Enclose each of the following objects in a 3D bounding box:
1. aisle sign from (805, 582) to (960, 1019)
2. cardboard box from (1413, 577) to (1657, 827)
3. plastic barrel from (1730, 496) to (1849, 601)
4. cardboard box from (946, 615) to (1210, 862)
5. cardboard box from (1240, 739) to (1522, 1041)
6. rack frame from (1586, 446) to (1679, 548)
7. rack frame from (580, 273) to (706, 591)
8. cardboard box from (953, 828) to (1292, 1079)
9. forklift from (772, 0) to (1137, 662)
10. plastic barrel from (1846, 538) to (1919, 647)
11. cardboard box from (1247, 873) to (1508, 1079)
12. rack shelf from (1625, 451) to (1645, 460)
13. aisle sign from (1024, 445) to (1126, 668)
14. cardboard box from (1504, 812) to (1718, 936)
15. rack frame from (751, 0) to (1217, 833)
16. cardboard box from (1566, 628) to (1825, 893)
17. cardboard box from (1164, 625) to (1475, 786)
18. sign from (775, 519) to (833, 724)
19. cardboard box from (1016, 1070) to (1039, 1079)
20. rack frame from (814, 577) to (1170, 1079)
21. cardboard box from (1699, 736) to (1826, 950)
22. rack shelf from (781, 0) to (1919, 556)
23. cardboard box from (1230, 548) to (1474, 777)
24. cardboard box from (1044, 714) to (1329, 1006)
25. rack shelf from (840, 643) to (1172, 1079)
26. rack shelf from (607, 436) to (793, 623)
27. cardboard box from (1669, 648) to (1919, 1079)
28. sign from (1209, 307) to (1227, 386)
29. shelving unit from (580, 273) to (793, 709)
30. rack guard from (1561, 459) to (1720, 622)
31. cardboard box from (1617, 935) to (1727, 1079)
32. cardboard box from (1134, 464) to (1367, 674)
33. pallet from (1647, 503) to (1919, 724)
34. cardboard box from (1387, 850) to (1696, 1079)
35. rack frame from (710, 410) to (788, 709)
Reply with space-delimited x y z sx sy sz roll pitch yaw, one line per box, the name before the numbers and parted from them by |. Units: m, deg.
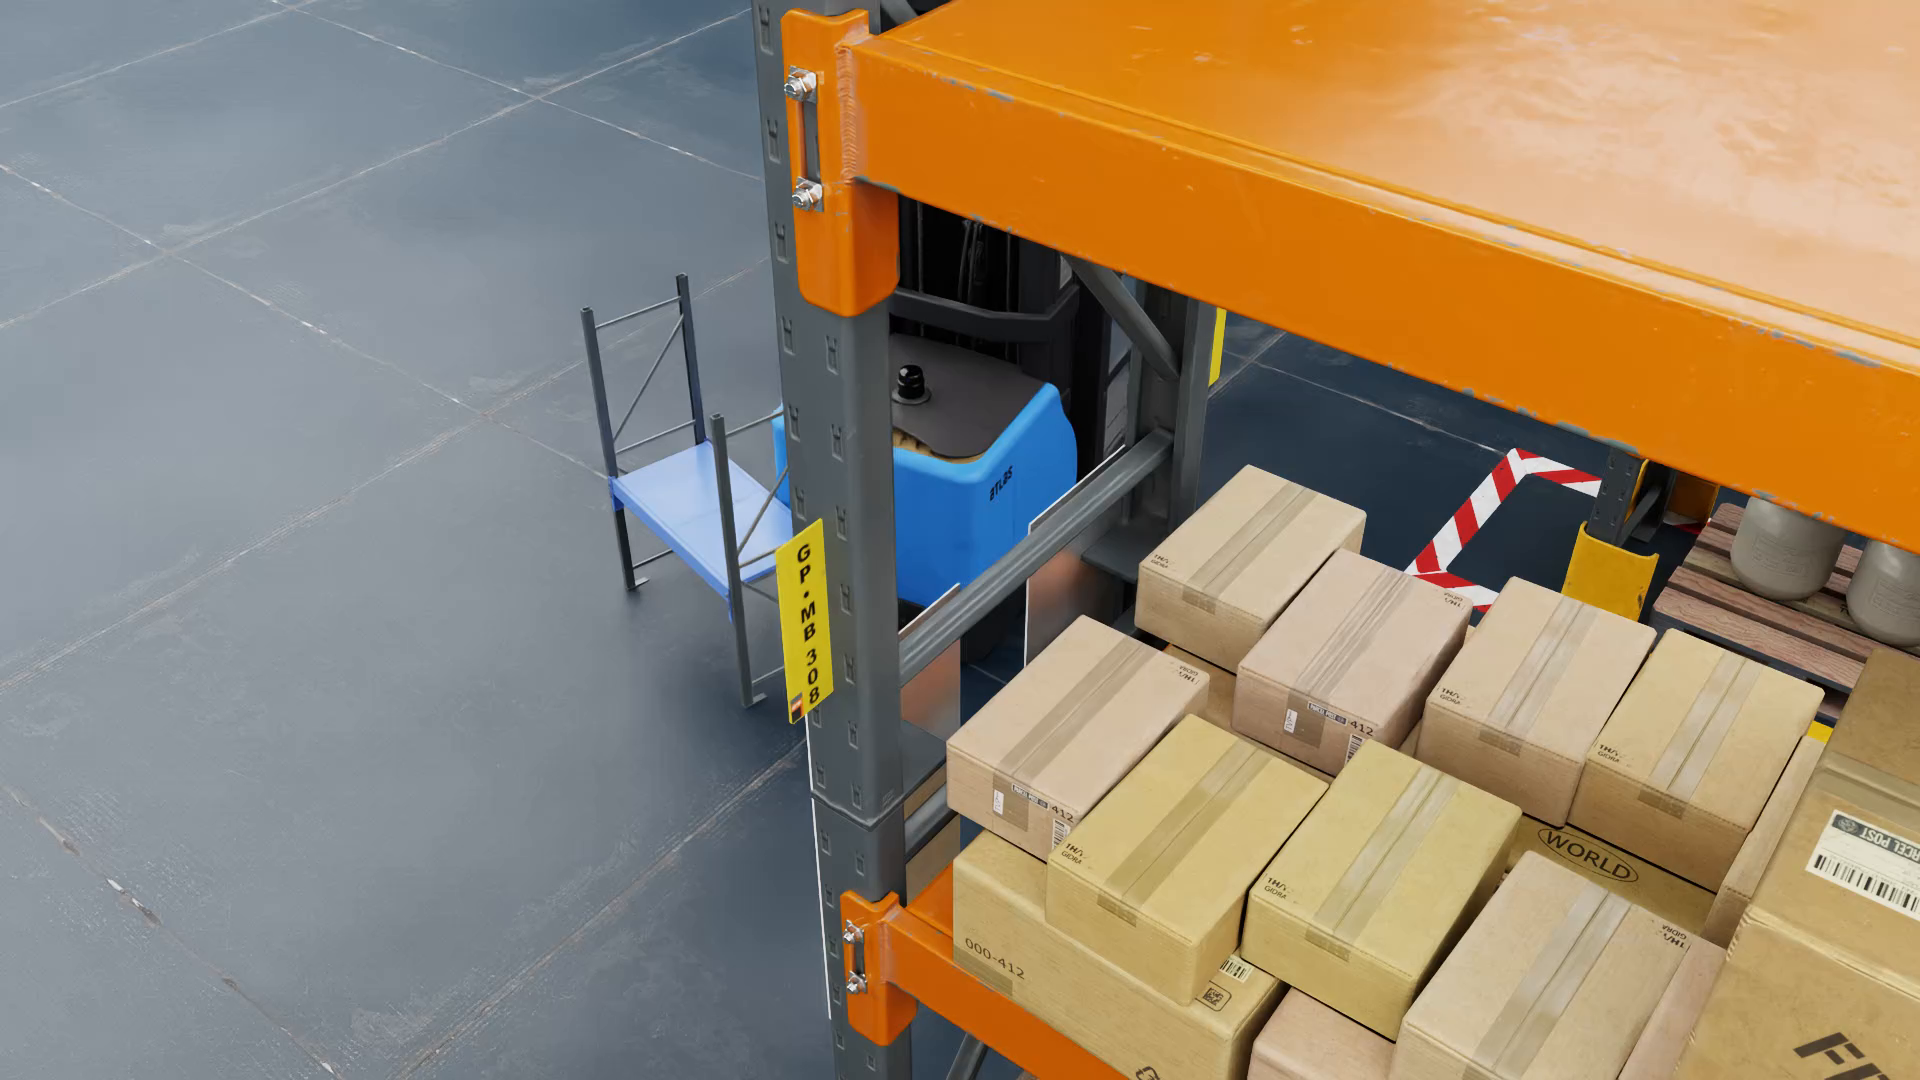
aisle sign | -0.121 0.479 2.957 0.004 0.787 0.394 25 45 29
cardboard box | 0.940 0.255 2.717 0.250 0.149 0.380 23 44 27
plastic barrel | 3.689 -0.023 7.384 0.421 0.512 0.421 0 38 0
cardboard box | 0.189 0.317 2.638 0.250 0.149 0.380 25 44 28
cardboard box | 0.612 0.495 2.410 0.250 0.149 0.380 24 44 28
rack frame | 3.120 -1.046 7.014 0.127 3.000 1.000 25 45 29
rack frame | -1.372 -0.455 7.475 0.500 1.500 0.032 -26 45 -29
cardboard box | 0.336 0.564 2.645 0.500 0.250 0.500 27 45 30
forklift | 0.299 -1.516 7.670 1.130 2.935 3.031 17 41 21
plastic barrel | 4.087 0.165 7.144 0.421 0.512 0.421 0 38 0
cardboard box | 0.750 0.754 2.402 0.500 0.250 0.500 24 44 28
rack shelf | 4.708 -0.014 6.279 4.000 0.370 1.077 25 45 29
aisle sign | 0.244 0.185 3.332 0.004 0.787 0.394 25 45 29
cardboard box | 1.046 0.499 2.729 0.500 0.250 0.500 26 45 29
rack frame | 0.111 -0.983 2.067 0.127 3.000 1.000 25 45 29
cardboard box | 1.154 0.337 2.612 0.250 0.149 0.380 26 45 29
cardboard box | 0.648 0.313 2.966 0.500 0.250 0.500 26 45 30
sign | -0.219 0.120 2.382 0.005 0.325 0.100 25 45 29
cardboard box | 0.382 1.168 3.052 0.500 0.500 0.500 25 45 29
rack frame | 0.111 1.379 3.916 0.127 3.000 1.000 25 45 29
cardboard box | 1.275 0.491 2.415 0.250 0.149 0.380 26 45 29
rack shelf | 1.699 0.051 1.333 4.000 0.370 1.077 25 45 29
cardboard box | 0.656 0.206 2.779 0.250 0.149 0.380 24 44 27
cardboard box | 0.336 0.461 2.454 0.250 0.149 0.380 26 45 29
rack shelf | 1.699 1.230 2.256 4.000 0.370 1.077 25 45 29
rack shelf | -1.056 -0.068 7.273 0.538 0.185 1.000 -26 45 -29
cardboard box | 1.126 0.533 1.836 0.500 0.500 0.500 25 44 28
sign | 0.464 -0.415 3.056 0.005 0.325 0.100 25 45 29
shelving unit | -1.056 -0.210 7.162 0.538 1.500 1.048 -26 45 -29
rack guard | 3.209 -0.056 7.777 0.348 0.500 1.175 25 45 29
cardboard box | 0.975 0.725 2.116 0.250 0.149 0.380 25 45 28
cardboard box | 0.521 0.051 2.977 0.250 0.149 0.380 25 45 29
pallet | 3.851 0.364 7.474 1.213 0.211 1.003 25 45 29
cardboard box | 0.785 0.632 2.235 0.250 0.149 0.380 27 46 30
rack frame | -0.740 0.036 6.848 0.500 1.500 0.032 -26 45 -29
